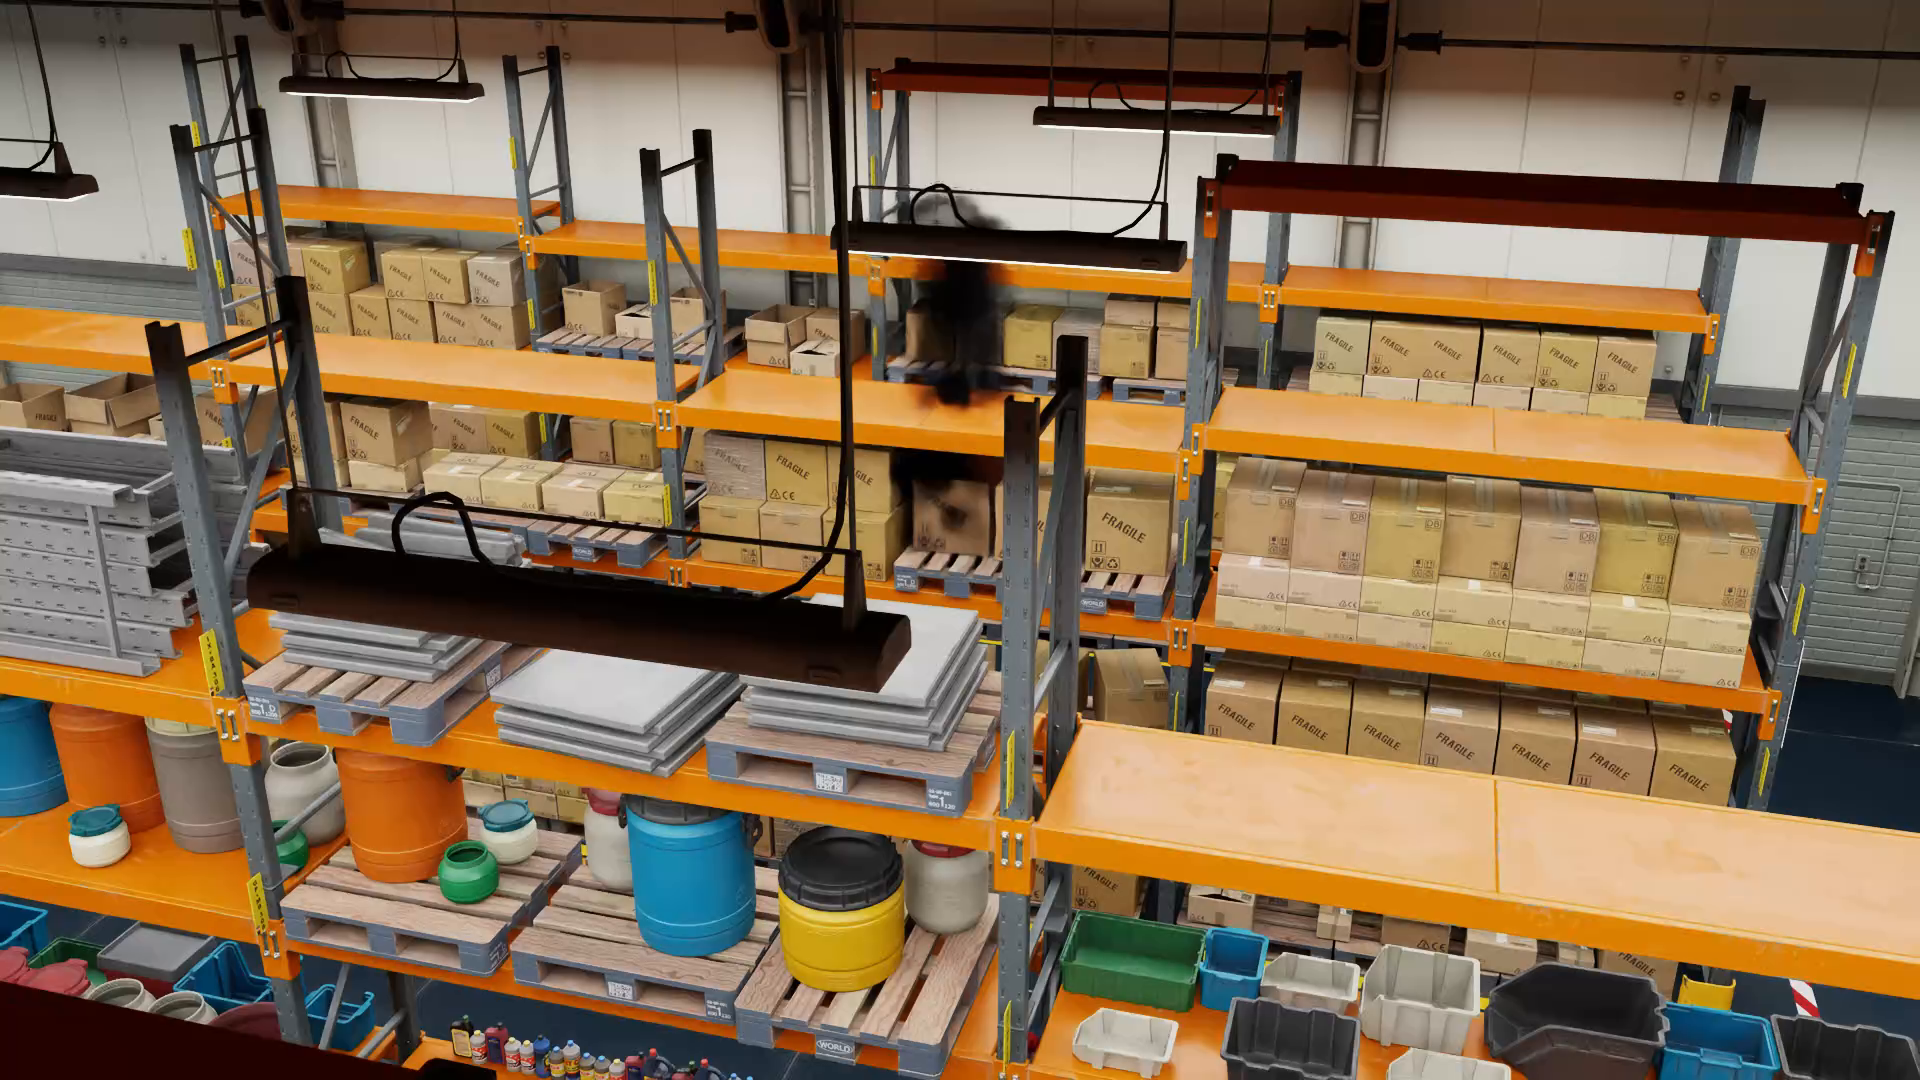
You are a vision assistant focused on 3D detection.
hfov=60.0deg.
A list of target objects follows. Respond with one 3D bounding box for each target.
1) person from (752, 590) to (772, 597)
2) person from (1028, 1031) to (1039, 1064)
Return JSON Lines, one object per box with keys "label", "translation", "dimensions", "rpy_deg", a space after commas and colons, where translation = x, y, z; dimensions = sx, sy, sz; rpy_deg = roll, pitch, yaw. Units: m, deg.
{"label": "person", "translation": [-1.857, 1.144, 15.917], "dimensions": [0.532, 1.628, 0.599], "rpy_deg": [9, 24, 21]}
{"label": "person", "translation": [0.286, 3.556, 10.122], "dimensions": [0.832, 1.690, 0.682], "rpy_deg": [18, 28, 37]}
